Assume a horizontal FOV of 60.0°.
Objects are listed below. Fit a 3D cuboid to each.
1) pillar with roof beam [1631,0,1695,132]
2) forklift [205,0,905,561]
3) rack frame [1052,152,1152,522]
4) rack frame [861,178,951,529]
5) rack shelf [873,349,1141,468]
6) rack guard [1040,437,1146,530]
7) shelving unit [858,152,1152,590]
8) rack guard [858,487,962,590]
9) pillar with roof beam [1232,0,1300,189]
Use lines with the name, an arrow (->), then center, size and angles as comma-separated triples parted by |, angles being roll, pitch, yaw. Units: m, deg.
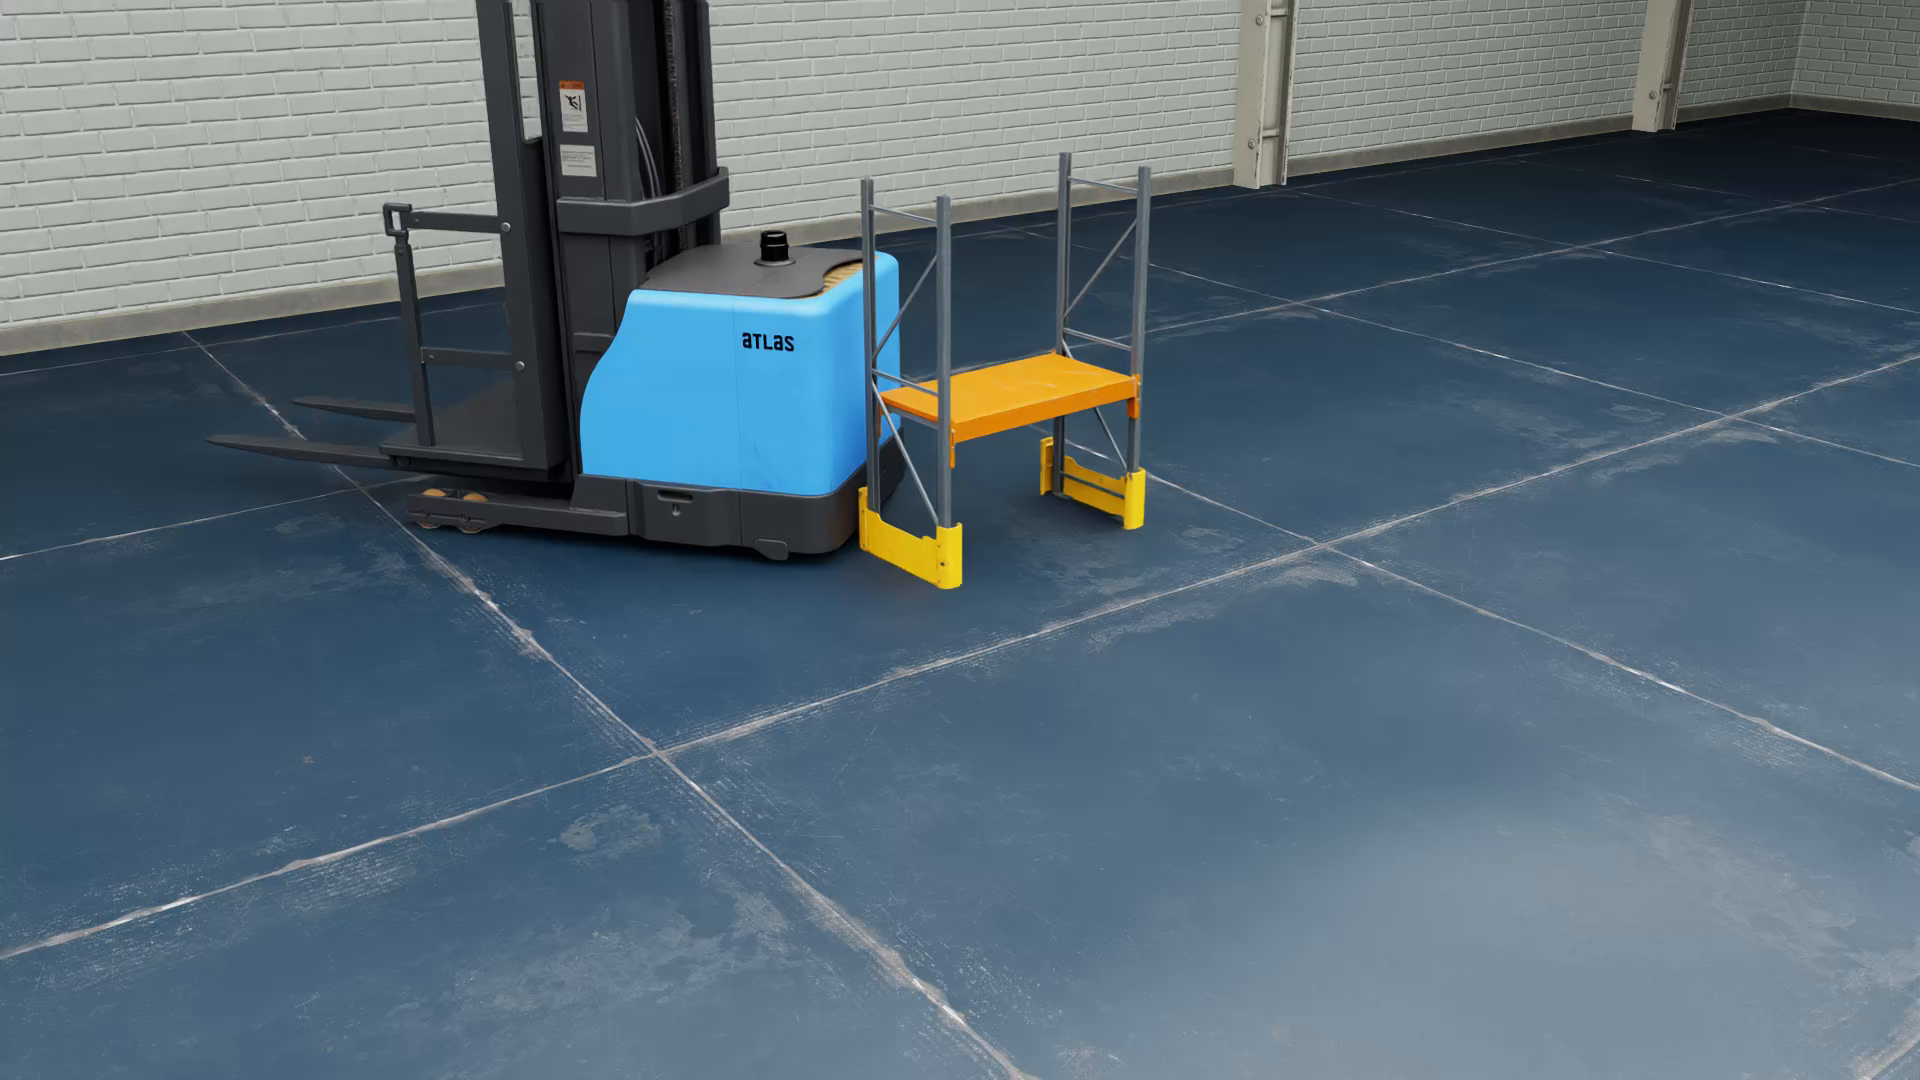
pillar with roof beam -> 10.053, -7.361, 13.202 | 0.400, 9.000, 9.100 | -15, 26, -33
forklift -> -1.822, -1.568, 6.871 | 3.031, 2.935, 1.130 | 6, 23, 15
rack frame -> 0.581, -0.835, 6.964 | 0.032, 1.500, 0.500 | -17, 27, -36
rack frame -> -0.204, -0.595, 6.364 | 0.032, 1.500, 0.500 | -17, 27, -36
rack shelf -> 0.188, -0.548, 6.731 | 1.000, 0.185, 0.538 | -17, 27, -36
rack guard -> 0.566, -0.250, 7.185 | 0.087, 0.250, 0.587 | -17, 27, -36
shelving unit -> 0.181, -0.713, 6.659 | 1.083, 1.500, 0.587 | -17, 27, -36
rack guard -> -0.203, -0.015, 6.596 | 0.087, 0.250, 0.587 | -17, 27, -36
pillar with roof beam -> 5.183, -6.063, 9.948 | 0.400, 9.000, 9.100 | -15, 26, -33
